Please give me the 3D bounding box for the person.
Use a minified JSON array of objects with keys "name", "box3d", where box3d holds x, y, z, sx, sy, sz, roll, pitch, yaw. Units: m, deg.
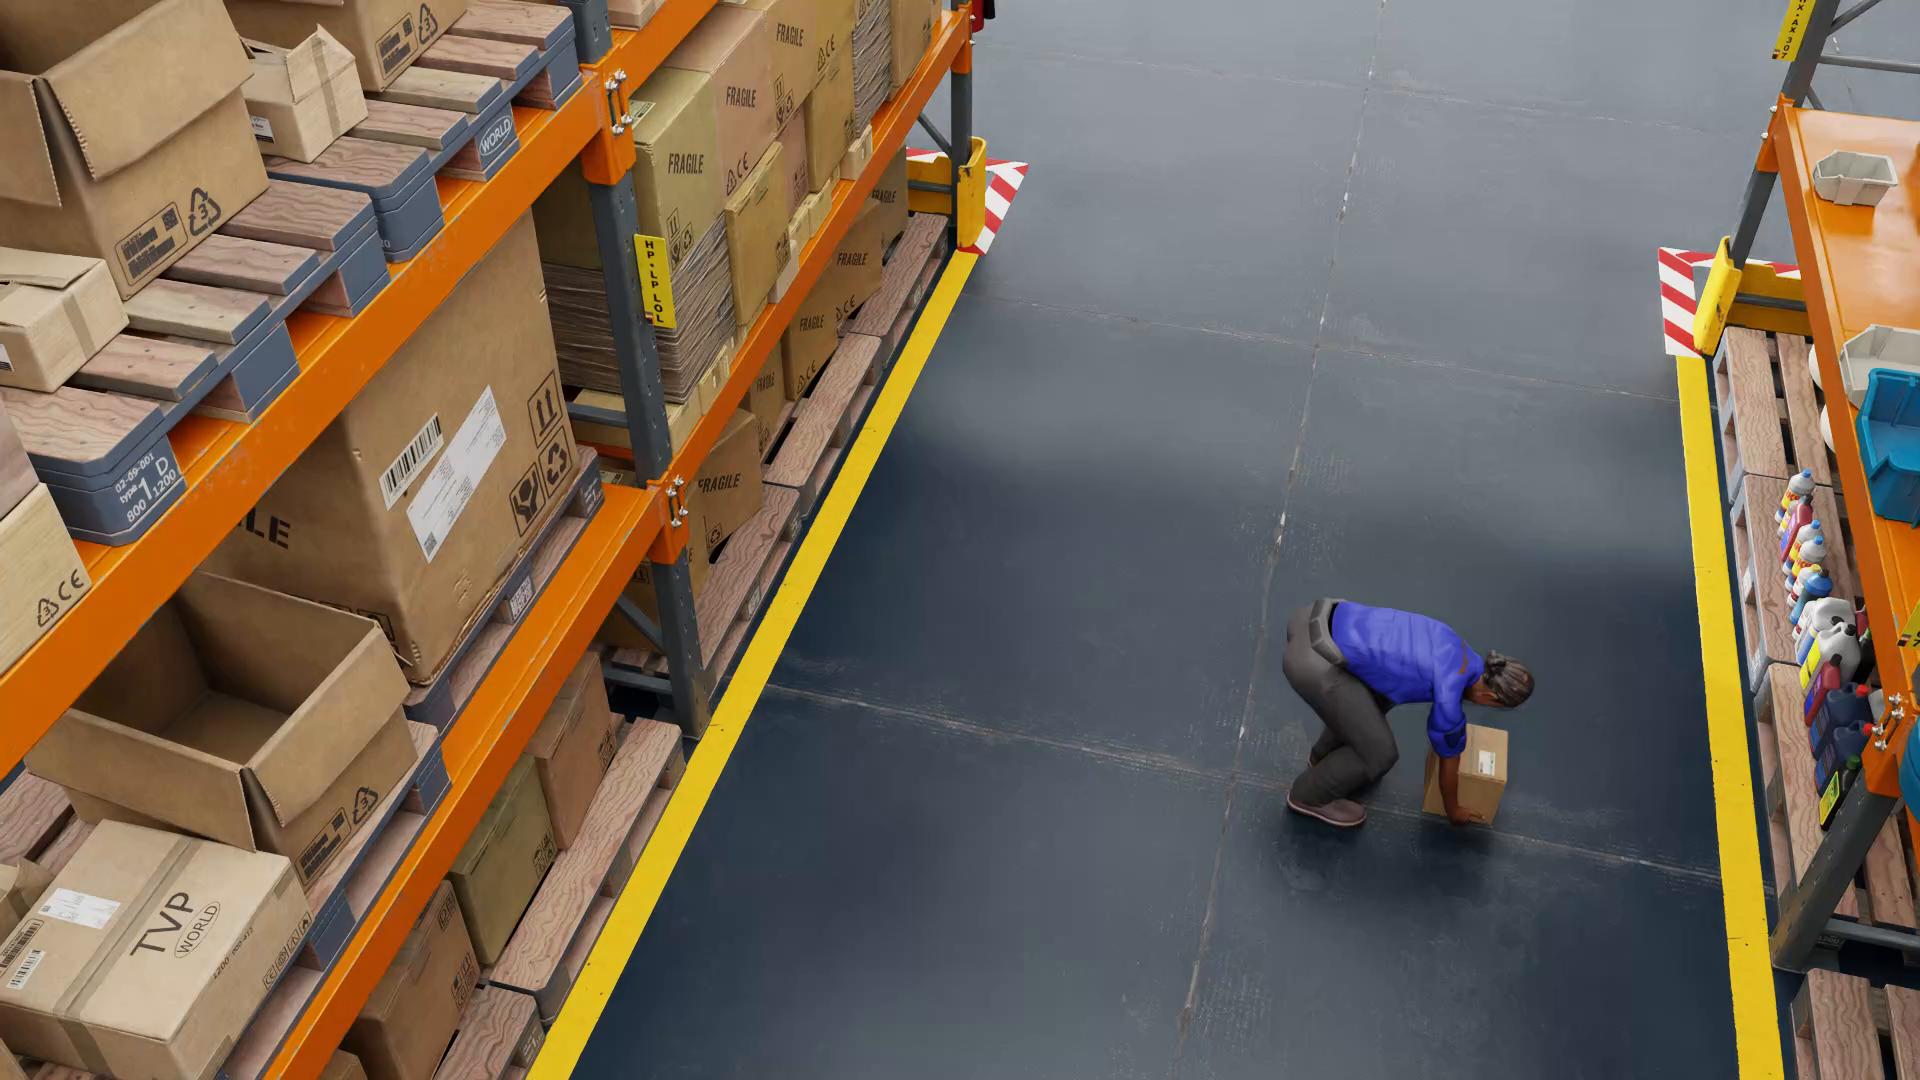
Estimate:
[{"name":"person","box3d":[1.571,0.636,6.011,0.870,0.904,0.445,8,42,9]}]
